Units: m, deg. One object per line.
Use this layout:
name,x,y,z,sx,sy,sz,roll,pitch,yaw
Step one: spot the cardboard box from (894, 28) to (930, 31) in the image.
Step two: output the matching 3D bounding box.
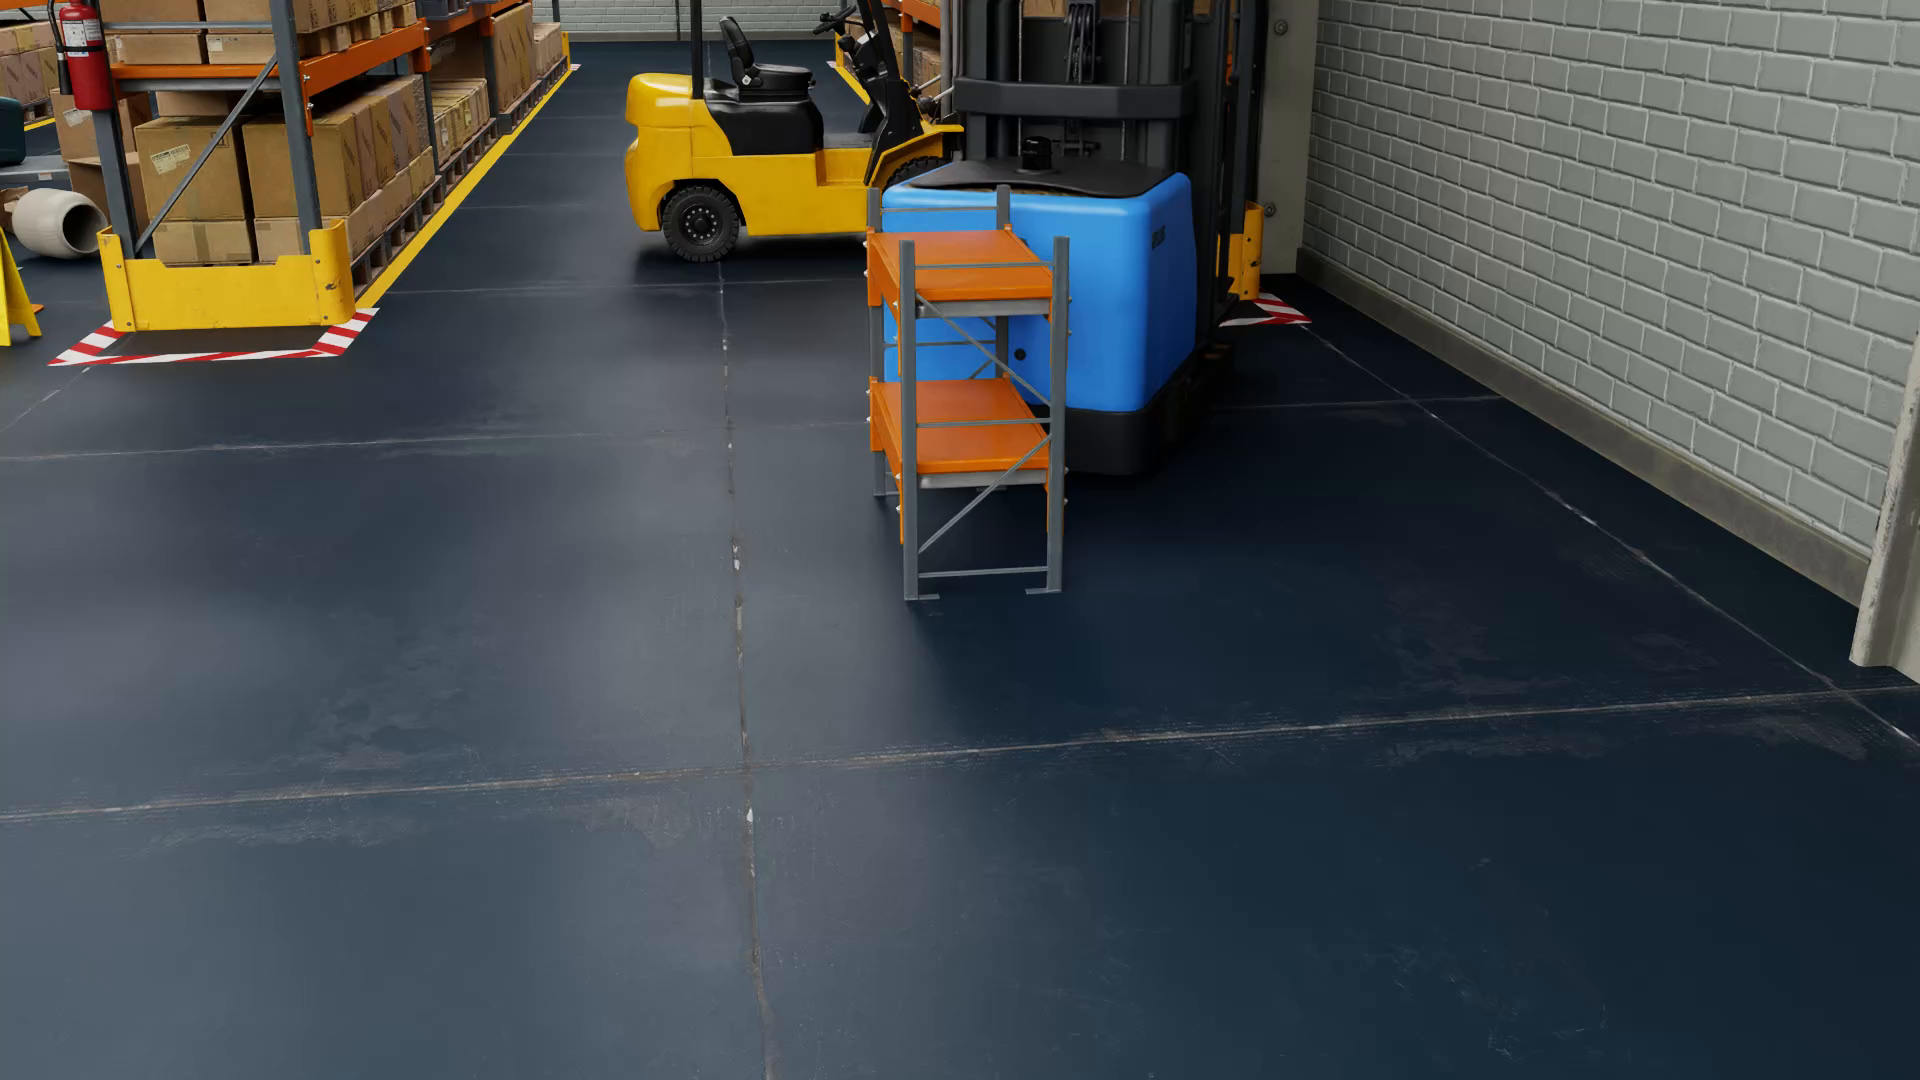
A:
cardboard box,-0.536,-5.599,18.466,0.380,0.149,0.250,-3,21,-8

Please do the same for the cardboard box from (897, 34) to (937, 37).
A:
cardboard box,-0.452,-5.237,17.497,0.380,0.149,0.250,-4,21,-10

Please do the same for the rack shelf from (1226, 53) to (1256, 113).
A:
rack shelf,0.799,-3.149,10.888,1.077,0.370,4.000,-3,21,-8

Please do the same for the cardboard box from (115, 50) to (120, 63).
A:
cardboard box,-10.422,-5.910,20.301,0.380,0.149,0.250,-2,21,-5

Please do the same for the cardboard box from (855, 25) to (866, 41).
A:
cardboard box,-0.991,-6.485,21.764,0.700,0.500,0.500,-4,21,-10

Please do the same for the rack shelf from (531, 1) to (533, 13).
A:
rack shelf,-5.842,-7.052,21.338,1.077,0.370,4.000,-3,21,-8

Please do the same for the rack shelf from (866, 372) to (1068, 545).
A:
rack shelf,-0.001,-0.300,5.611,0.538,0.278,1.000,-3,21,-8

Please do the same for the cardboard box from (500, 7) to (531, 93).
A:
cardboard box,-5.248,-5.375,18.257,0.875,0.875,0.875,-2,21,-6

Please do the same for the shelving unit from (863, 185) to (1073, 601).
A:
shelving unit,-0.001,-0.529,5.526,0.538,1.125,1.048,-3,21,-8

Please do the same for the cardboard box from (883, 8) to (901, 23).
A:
cardboard box,-0.769,-6.192,19.628,0.380,0.149,0.250,-4,21,-10

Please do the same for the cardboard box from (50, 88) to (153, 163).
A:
cardboard box,-6.158,-3.010,11.979,0.500,0.500,0.500,-3,21,-8

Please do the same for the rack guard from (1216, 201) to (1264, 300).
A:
rack guard,1.091,-1.614,9.323,1.175,0.500,0.348,-3,21,-8

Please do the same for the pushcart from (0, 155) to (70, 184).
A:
pushcart,-6.650,-2.566,12.047,1.648,0.377,0.936,-11,23,-26

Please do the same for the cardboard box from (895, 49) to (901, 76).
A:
cardboard box,-0.402,-4.898,17.516,0.500,0.500,0.500,-3,21,-9

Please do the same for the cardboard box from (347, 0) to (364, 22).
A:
cardboard box,-3.771,-3.261,9.593,0.500,0.500,0.500,-3,21,-9

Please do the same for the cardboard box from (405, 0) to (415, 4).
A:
cardboard box,-4.091,-3.972,11.495,0.500,0.500,0.500,-3,21,-9

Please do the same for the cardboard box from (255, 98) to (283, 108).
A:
cardboard box,-4.342,-2.422,10.170,0.500,0.500,0.500,-3,21,-9

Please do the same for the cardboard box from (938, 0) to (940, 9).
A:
cardboard box,0.101,-4.443,13.540,0.500,0.250,0.500,-3,21,-8

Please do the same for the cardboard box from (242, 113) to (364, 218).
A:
cardboard box,-3.671,-2.103,9.318,0.500,0.500,0.500,-4,21,-10

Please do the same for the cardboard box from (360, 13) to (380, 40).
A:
cardboard box,-3.823,-3.184,10.313,0.380,0.149,0.250,-3,21,-7

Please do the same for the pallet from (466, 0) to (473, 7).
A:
pallet,-4.652,-4.538,13.855,1.003,0.211,1.213,-3,21,-8

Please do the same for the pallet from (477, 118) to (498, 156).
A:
pallet,-4.866,-3.735,15.414,1.003,0.211,1.213,-3,21,-8

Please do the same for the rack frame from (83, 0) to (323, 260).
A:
rack frame,-3.824,-2.542,8.234,1.000,3.000,0.127,-3,21,-8

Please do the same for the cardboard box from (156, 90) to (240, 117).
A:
cardboard box,-4.317,-2.494,9.436,0.380,0.149,0.250,-2,21,-6

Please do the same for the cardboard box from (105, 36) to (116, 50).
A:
cardboard box,-10.365,-6.046,20.242,0.380,0.149,0.250,-2,21,-7

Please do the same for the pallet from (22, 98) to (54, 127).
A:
pallet,-10.145,-4.413,17.229,1.003,0.211,1.213,-3,21,-8

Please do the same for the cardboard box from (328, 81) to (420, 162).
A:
cardboard box,-3.975,-2.819,11.235,0.500,0.500,0.500,-3,21,-7

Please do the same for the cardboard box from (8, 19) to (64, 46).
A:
cardboard box,-10.080,-5.544,18.173,0.500,0.250,0.500,-3,21,-9

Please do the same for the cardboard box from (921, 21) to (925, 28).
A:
cardboard box,-0.261,-6.074,19.737,0.380,0.149,0.250,-3,21,-8

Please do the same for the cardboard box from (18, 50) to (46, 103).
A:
cardboard box,-9.939,-4.839,17.357,0.500,0.500,0.500,-3,21,-9

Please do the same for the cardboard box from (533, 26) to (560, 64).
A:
cardboard box,-5.796,-6.538,21.996,0.875,0.438,0.875,-2,21,-6

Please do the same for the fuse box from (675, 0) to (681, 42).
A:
fuse box,-4.867,-9.484,28.664,0.539,1.711,0.414,-3,21,-8

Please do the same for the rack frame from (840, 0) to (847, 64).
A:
rack frame,-1.219,-8.333,23.740,1.000,3.000,0.127,-3,21,-8

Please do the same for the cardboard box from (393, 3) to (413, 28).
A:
cardboard box,-4.010,-3.627,11.499,0.380,0.149,0.250,-2,21,-7

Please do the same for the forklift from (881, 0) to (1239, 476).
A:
forklift,0.644,-2.093,7.130,1.130,2.935,3.031,7,21,17

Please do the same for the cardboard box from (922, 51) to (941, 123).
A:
cardboard box,0.112,-4.205,15.482,0.875,0.625,0.625,-2,21,-6

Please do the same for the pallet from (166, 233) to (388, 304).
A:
pallet,-3.917,-1.545,9.551,1.003,0.211,1.213,-3,21,-8

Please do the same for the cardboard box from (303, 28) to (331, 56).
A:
cardboard box,-3.677,-2.735,9.110,0.380,0.149,0.250,-4,21,-9

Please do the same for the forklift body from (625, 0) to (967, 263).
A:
forklift body,-0.992,-2.960,10.568,2.313,2.155,1.214,-3,21,-8

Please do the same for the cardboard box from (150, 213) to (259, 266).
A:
cardboard box,-4.210,-1.725,9.377,0.500,0.250,0.500,-3,21,-8

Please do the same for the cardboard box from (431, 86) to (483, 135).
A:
cardboard box,-4.792,-3.826,14.829,0.950,0.372,0.625,-3,21,-9

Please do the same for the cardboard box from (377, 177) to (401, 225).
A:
cardboard box,-3.824,-2.109,10.406,0.500,0.250,0.500,-2,21,-4

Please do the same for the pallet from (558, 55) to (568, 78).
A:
pallet,-5.938,-6.502,22.824,1.003,0.211,1.213,-3,21,-8

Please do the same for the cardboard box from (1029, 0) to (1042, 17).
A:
cardboard box,0.691,-3.178,9.794,0.500,0.500,0.500,-2,21,-6
